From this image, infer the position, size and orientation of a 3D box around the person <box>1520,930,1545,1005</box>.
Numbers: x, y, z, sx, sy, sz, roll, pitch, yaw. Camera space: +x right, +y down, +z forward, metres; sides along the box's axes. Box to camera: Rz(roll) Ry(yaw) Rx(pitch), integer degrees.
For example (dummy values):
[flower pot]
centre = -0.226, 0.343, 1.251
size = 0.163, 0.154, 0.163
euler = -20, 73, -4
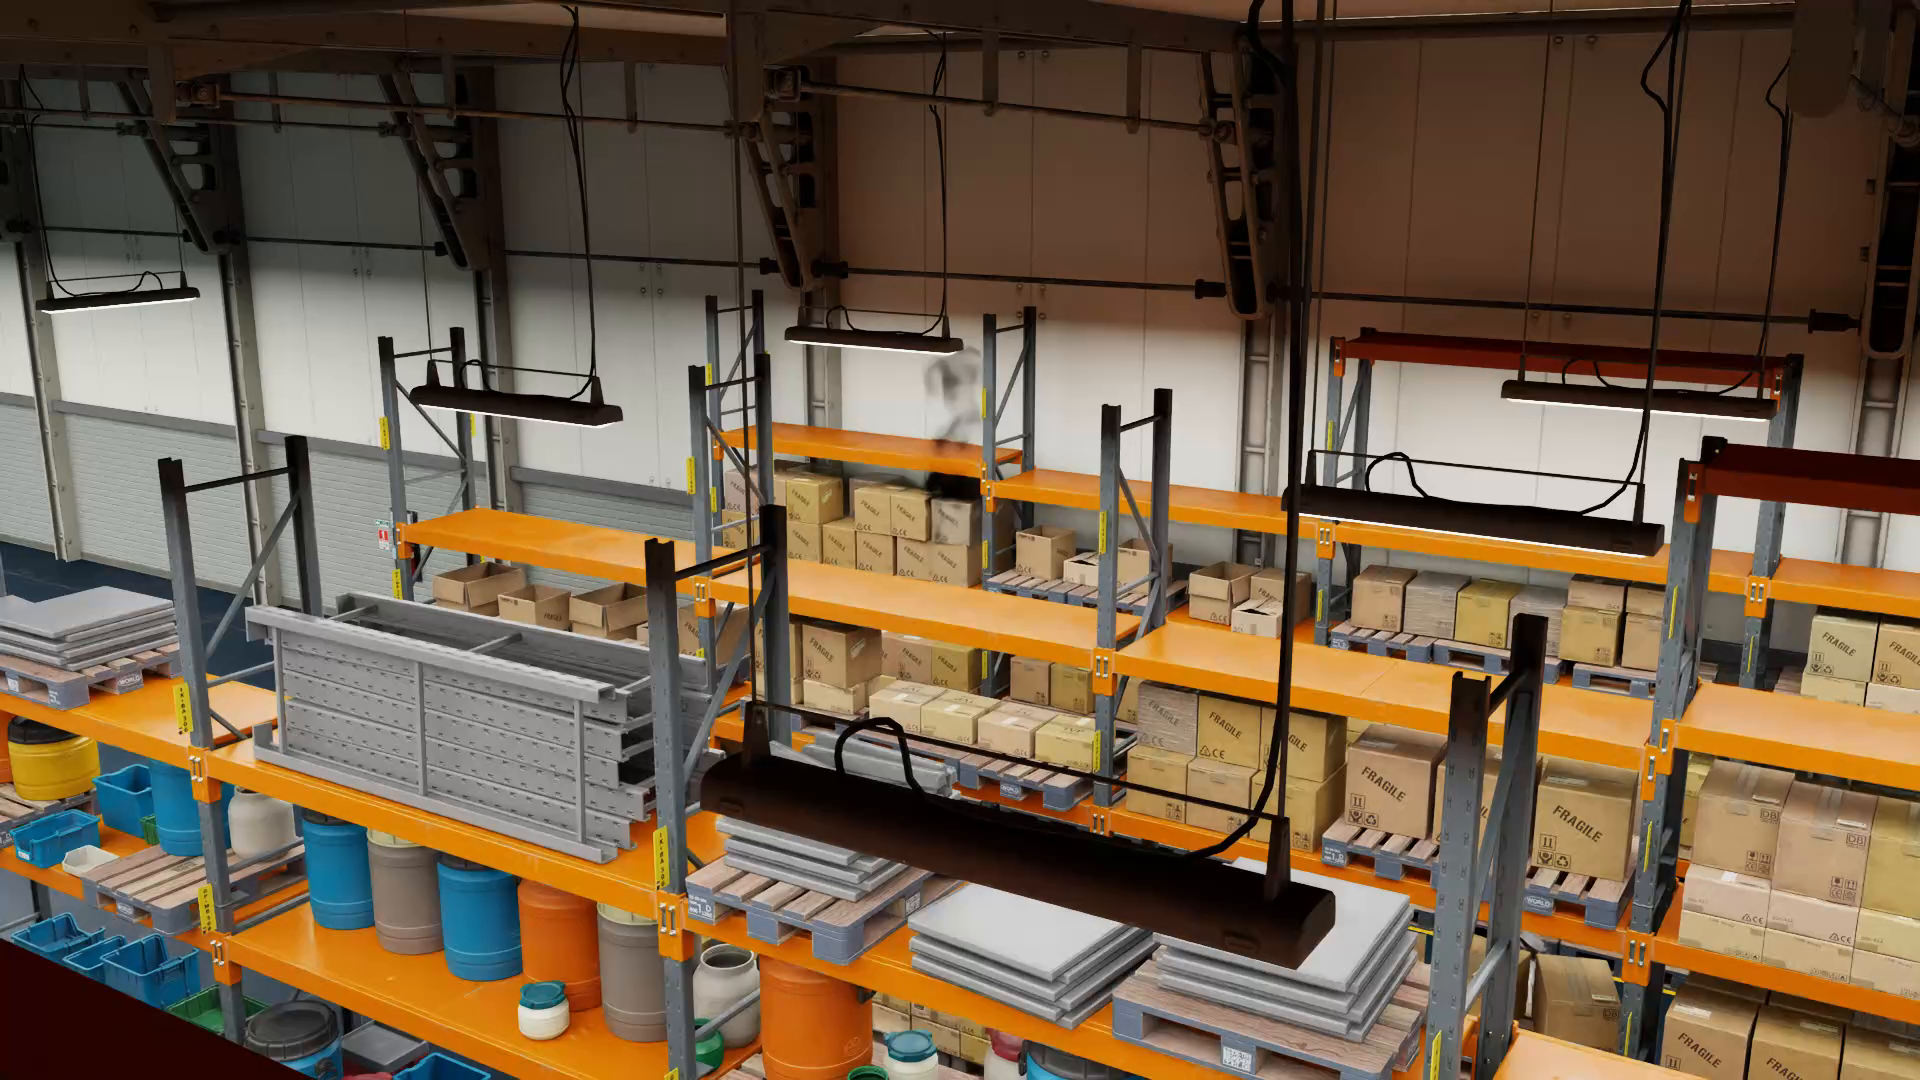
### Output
[person]
centre = 4.603, 3.970, 13.724
size = 0.723, 1.654, 0.625
euler = 7, 16, 27
